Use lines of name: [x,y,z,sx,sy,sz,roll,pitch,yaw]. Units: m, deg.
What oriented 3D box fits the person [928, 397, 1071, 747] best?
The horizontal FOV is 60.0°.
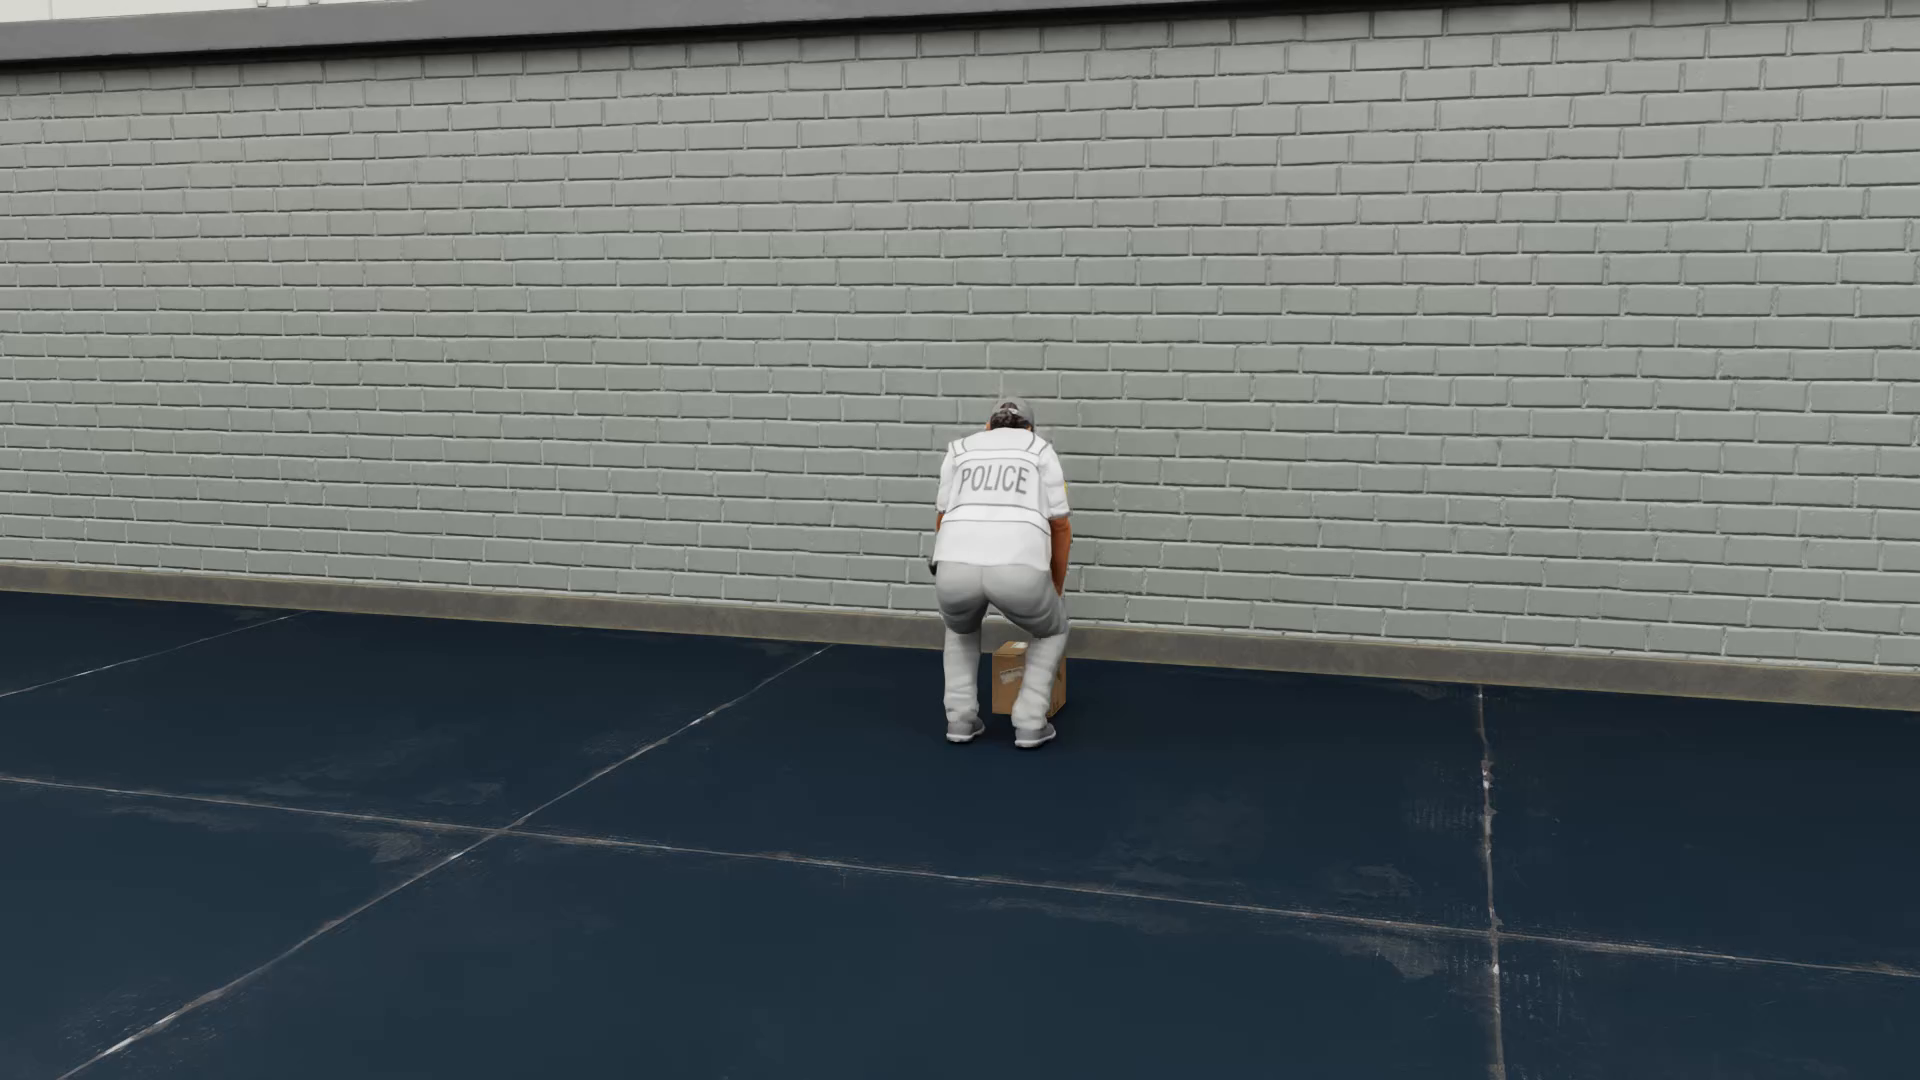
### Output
person: [0.137,0.116,6.341,0.536,1.294,0.774,2,9,16]
